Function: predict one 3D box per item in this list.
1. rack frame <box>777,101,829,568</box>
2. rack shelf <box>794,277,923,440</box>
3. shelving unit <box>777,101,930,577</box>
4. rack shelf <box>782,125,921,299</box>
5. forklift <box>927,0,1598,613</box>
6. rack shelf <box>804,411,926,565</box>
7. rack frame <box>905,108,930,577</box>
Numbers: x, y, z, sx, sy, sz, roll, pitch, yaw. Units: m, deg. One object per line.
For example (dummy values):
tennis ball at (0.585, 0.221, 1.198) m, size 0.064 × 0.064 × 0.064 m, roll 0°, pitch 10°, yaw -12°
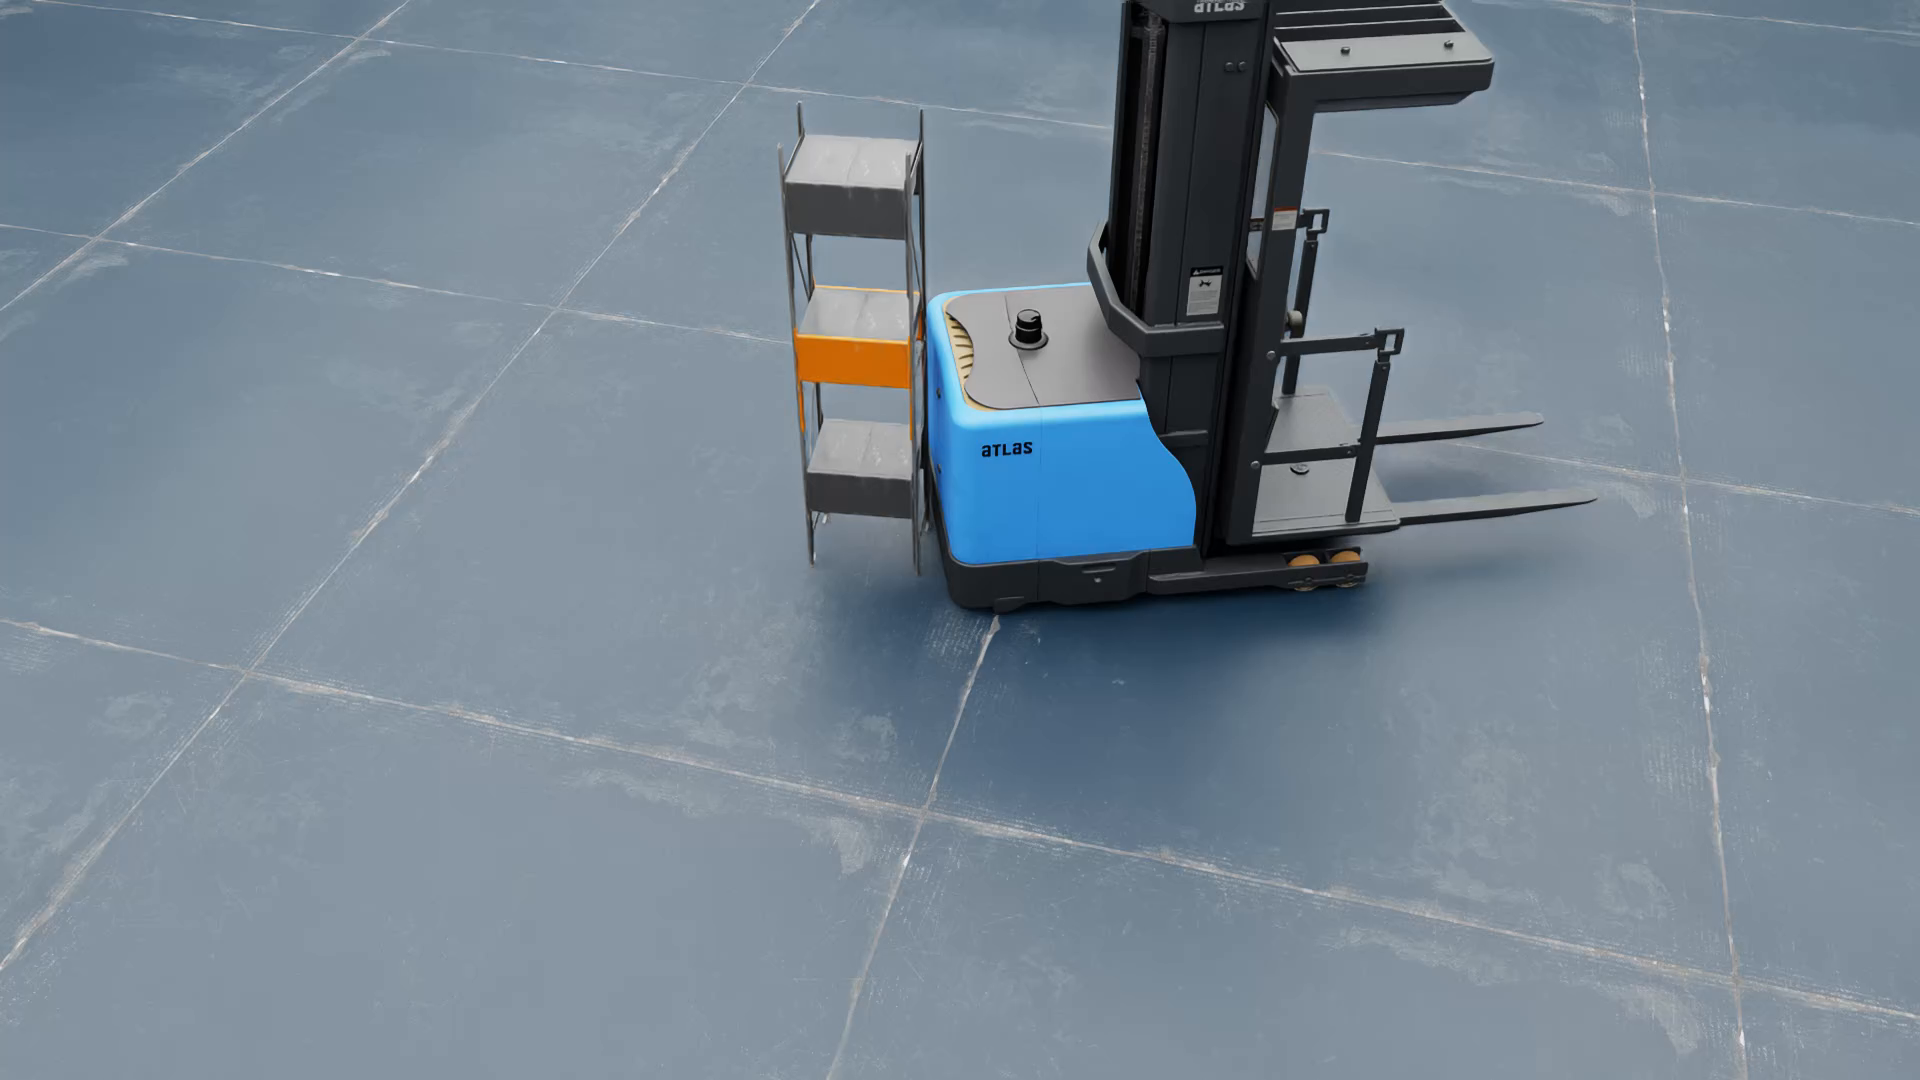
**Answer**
rack frame at (-0.657, -0.803, 7.098) m, size 0.015 × 2.100 × 0.400 m, roll 5°, pitch 40°, yaw 5°
rack shelf at (-0.415, -0.773, 7.084) m, size 0.480 × 0.518 × 0.431 m, roll 5°, pitch 40°, yaw 5°
shelving unit at (-0.415, -0.784, 7.075) m, size 0.503 × 2.100 × 0.431 m, roll 5°, pitch 40°, yaw 5°
rack shelf at (-0.415, -1.309, 6.634) m, size 0.480 × 0.518 × 0.431 m, roll 5°, pitch 40°, yaw 5°
forklift at (1.397, -1.225, 6.954) m, size 3.031 × 2.935 × 1.130 m, roll -5°, pitch 40°, yaw -6°
rack shelf at (-0.415, -0.237, 7.534) m, size 0.480 × 0.518 × 0.431 m, roll 5°, pitch 40°, yaw 5°
rack frame at (-0.173, -0.764, 7.052) m, size 0.015 × 2.100 × 0.400 m, roll 5°, pitch 40°, yaw 5°
